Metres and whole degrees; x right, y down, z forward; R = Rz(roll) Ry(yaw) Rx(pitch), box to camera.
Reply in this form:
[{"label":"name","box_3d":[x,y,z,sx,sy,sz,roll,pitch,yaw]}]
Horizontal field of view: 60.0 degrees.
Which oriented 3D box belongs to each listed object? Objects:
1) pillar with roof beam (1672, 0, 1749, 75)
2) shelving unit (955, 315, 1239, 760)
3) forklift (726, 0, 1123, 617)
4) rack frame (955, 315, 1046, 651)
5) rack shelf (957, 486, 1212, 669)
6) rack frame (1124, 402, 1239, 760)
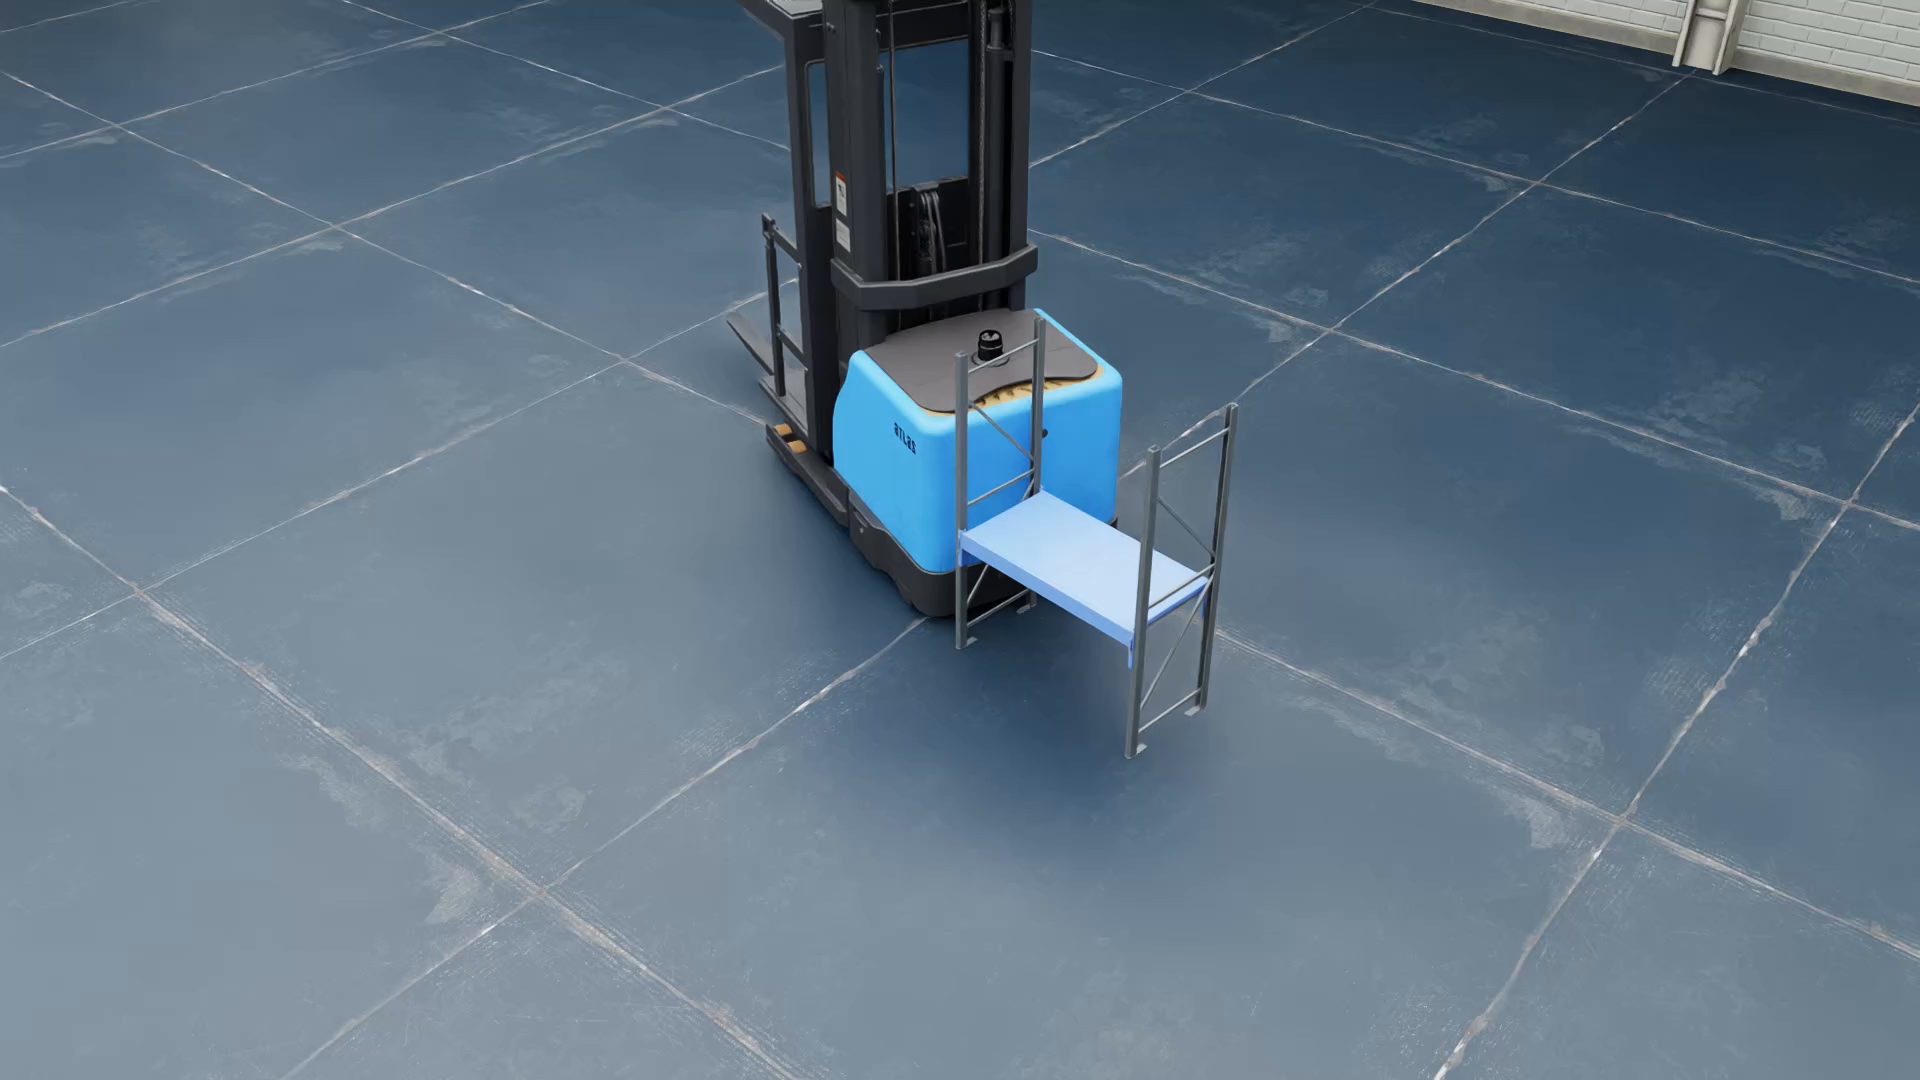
[{"label":"pillar with roof beam","box_3d":[3.538,-5.862,8.836,0.400,9.000,9.100,25,42,32]},{"label":"shelving unit","box_3d":[0.523,-0.013,6.943,0.538,1.500,1.048,-29,44,-35]},{"label":"forklift","box_3d":[-0.380,-1.674,8.099,1.130,2.935,3.031,-16,38,-22]},{"label":"rack frame","box_3d":[0.170,-0.220,7.245,0.500,1.500,0.032,-29,44,-35]},{"label":"rack shelf","box_3d":[0.523,0.136,7.045,0.538,0.185,1.000,-29,44,-35]},{"label":"rack frame","box_3d":[0.875,0.195,6.642,0.500,1.500,0.032,-29,44,-35]}]
